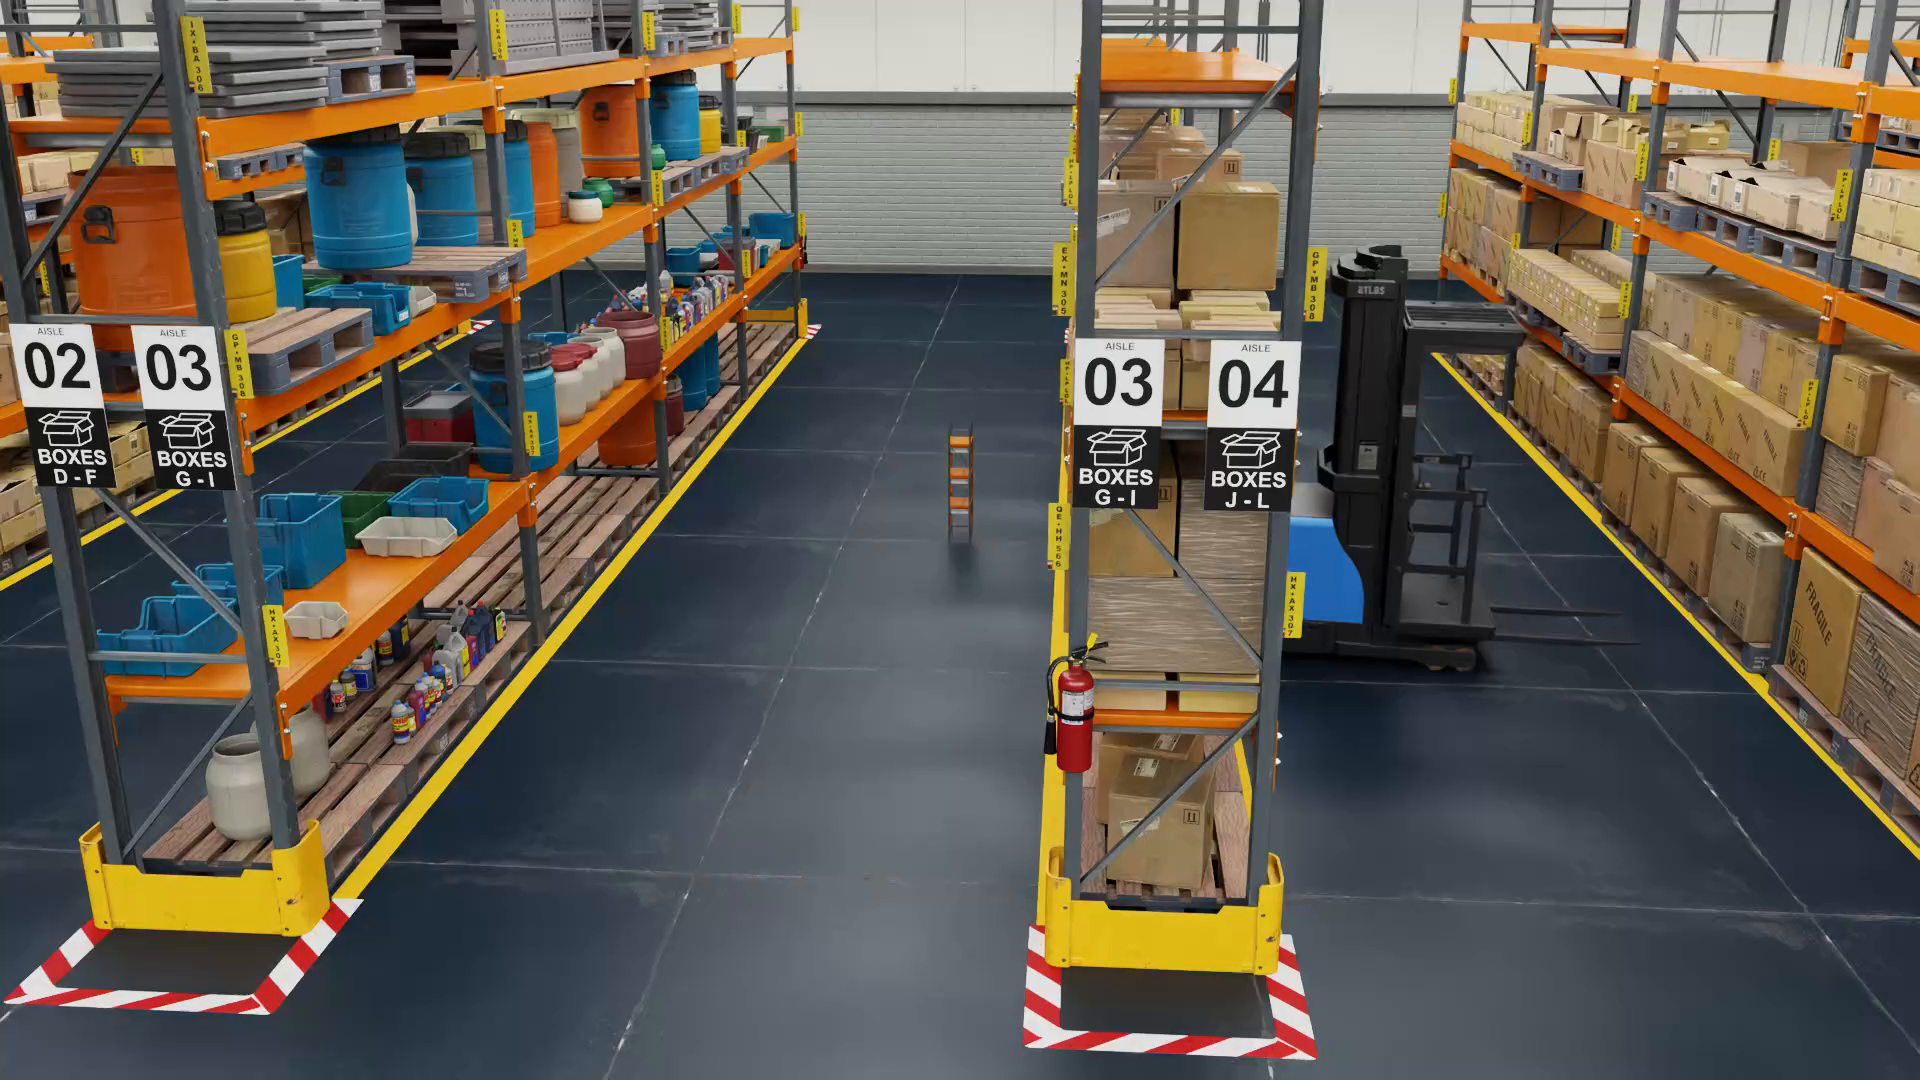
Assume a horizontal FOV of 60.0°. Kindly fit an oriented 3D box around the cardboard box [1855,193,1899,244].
[{"bbox_3d":[5.928,-1.993,10.300,0.500,0.250,0.500,1,18,4],"label":"cardboard box"}]

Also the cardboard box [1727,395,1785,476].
[{"bbox_3d":[6.049,-0.769,12.291,0.500,0.500,0.500,1,18,3],"label":"cardboard box"}]

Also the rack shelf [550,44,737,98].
[{"bbox_3d":[-3.208,-4.831,17.013,1.077,0.370,4.000,1,18,4],"label":"rack shelf"}]

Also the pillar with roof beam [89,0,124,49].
[{"bbox_3d":[-9.035,-8.210,25.526,9.100,9.000,0.400,1,18,4],"label":"pillar with roof beam"}]

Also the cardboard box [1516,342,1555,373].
[{"bbox_3d":[6.499,-2.025,18.422,0.500,0.250,0.500,0,18,1],"label":"cardboard box"}]

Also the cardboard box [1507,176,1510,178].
[{"bbox_3d":[7.281,-4.482,21.541,0.500,0.500,0.500,1,18,2],"label":"cardboard box"}]

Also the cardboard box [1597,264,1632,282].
[{"bbox_3d":[6.903,-2.793,17.404,0.380,0.149,0.250,1,18,2],"label":"cardboard box"}]

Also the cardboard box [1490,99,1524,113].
[{"bbox_3d":[6.630,-5.247,20.098,0.380,0.149,0.250,1,18,3],"label":"cardboard box"}]

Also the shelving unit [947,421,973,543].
[{"bbox_3d":[0.004,-0.516,14.810,0.215,1.050,0.252,1,18,4],"label":"shelving unit"}]

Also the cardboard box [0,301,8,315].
[{"bbox_3d":[-12.584,-3.007,21.581,0.380,0.149,0.250,2,18,6],"label":"cardboard box"}]

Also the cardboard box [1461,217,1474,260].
[{"bbox_3d":[6.734,-3.860,21.248,0.500,0.500,0.500,2,18,5],"label":"cardboard box"}]

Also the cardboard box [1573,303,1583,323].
[{"bbox_3d":[6.144,-2.188,16.036,0.380,0.149,0.250,2,18,5],"label":"cardboard box"}]

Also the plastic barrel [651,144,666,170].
[{"bbox_3d":[-3.046,-3.766,16.358,0.294,0.245,0.294,0,18,0],"label":"plastic barrel"}]

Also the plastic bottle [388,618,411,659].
[{"bbox_3d":[-3.966,0.645,11.683,0.144,0.351,0.185,1,18,4],"label":"plastic bottle"}]

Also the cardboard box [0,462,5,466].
[{"bbox_3d":[-8.727,-0.525,14.548,0.500,0.311,0.500,1,18,3],"label":"cardboard box"}]

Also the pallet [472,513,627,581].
[{"bbox_3d":[-3.536,0.052,14.427,1.003,0.211,1.213,1,18,4],"label":"pallet"}]

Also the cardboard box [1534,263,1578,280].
[{"bbox_3d":[6.256,-2.808,17.450,0.380,0.149,0.250,1,18,3],"label":"cardboard box"}]

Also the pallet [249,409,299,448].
[{"bbox_3d":[-8.110,-1.287,18.511,1.003,0.211,1.213,1,18,4],"label":"pallet"}]

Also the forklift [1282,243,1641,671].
[{"bbox_3d":[3.458,-0.623,12.116,3.031,2.935,1.130,3,18,10],"label":"forklift"}]

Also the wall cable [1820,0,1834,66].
[{"bbox_3d":[12.924,-8.650,26.870,2.355,3.000,0.029,1,18,4],"label":"wall cable"}]

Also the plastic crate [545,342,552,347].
[{"bbox_3d":[-3.772,-1.427,14.357,0.402,0.464,0.583,1,18,4],"label":"plastic crate"}]

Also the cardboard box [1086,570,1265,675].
[{"bbox_3d":[1.082,0.345,8.415,0.875,0.500,0.500,1,18,4],"label":"cardboard box"}]

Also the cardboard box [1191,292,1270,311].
[{"bbox_3d":[1.367,-1.163,8.437,0.380,0.149,0.250,2,18,6],"label":"cardboard box"}]

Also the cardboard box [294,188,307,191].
[{"bbox_3d":[-8.157,-4.246,21.299,0.500,0.500,0.500,1,18,4],"label":"cardboard box"}]

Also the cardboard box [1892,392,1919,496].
[{"bbox_3d":[6.082,-0.529,9.744,0.875,0.550,0.550,1,18,4],"label":"cardboard box"}]

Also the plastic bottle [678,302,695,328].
[{"bbox_3d":[-2.899,-2.390,17.599,0.152,0.276,0.135,1,18,4],"label":"plastic bottle"}]

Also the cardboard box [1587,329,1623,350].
[{"bbox_3d":[6.106,-1.882,15.579,0.380,0.149,0.250,2,18,5],"label":"cardboard box"}]

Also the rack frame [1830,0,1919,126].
[{"bbox_3d":[12.047,-6.895,21.514,1.000,3.000,0.127,1,18,4],"label":"rack frame"}]

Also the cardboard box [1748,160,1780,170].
[{"bbox_3d":[6.753,-2.937,13.561,0.500,0.311,0.500,1,18,4],"label":"cardboard box"}]

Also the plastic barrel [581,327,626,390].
[{"bbox_3d":[-3.212,-1.620,14.871,0.421,0.512,0.421,0,18,0],"label":"plastic barrel"}]

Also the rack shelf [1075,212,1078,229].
[{"bbox_3d":[1.732,-3.485,17.081,1.077,0.370,4.000,1,18,4],"label":"rack shelf"}]

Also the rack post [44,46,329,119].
[{"bbox_3d":[-3.744,-2.252,8.146,0.937,0.300,0.954,3,18,10],"label":"rack post"}]

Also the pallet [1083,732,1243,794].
[{"bbox_3d":[1.204,1.376,10.384,1.003,0.211,1.213,1,18,4],"label":"pallet"}]

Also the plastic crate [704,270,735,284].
[{"bbox_3d":[-2.889,-3.178,20.132,0.396,0.136,0.243,1,18,4],"label":"plastic crate"}]

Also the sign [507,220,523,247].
[{"bbox_3d":[-3.090,-2.063,11.570,0.100,0.325,0.005,1,18,4],"label":"sign"}]

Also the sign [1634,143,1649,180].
[{"bbox_3d":[5.988,-3.322,14.598,0.100,0.325,0.005,1,18,4],"label":"sign"}]

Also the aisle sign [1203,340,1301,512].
[{"bbox_3d":[1.310,-0.505,7.473,0.394,0.787,0.004,1,18,4],"label":"aisle sign"}]

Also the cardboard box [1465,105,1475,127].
[{"bbox_3d":[6.775,-5.422,21.274,0.500,0.250,0.500,1,18,3],"label":"cardboard box"}]

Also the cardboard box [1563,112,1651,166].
[{"bbox_3d":[6.574,-4.078,16.894,0.797,0.503,0.637,1,18,3],"label":"cardboard box"}]

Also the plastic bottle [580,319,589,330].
[{"bbox_3d":[-3.731,-2.043,16.527,0.061,0.283,0.133,1,18,4],"label":"plastic bottle"}]

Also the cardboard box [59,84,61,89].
[{"bbox_3d":[-12.440,-6.321,22.781,0.500,0.500,0.500,1,18,4],"label":"cardboard box"}]

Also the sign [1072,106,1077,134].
[{"bbox_3d":[1.322,-4.744,18.808,0.100,0.325,0.005,1,18,4],"label":"sign"}]

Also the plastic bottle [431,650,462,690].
[{"bbox_3d":[-3.449,0.853,11.170,0.152,0.276,0.135,2,18,5],"label":"plastic bottle"}]

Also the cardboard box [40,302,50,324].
[{"bbox_3d":[-12.712,-2.912,22.332,0.700,0.500,0.500,2,18,5],"label":"cardboard box"}]

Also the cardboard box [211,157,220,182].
[{"bbox_3d":[-8.220,-3.932,17.128,0.910,0.500,0.500,1,18,4],"label":"cardboard box"}]

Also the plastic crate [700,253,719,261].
[{"bbox_3d":[-3.240,-3.584,21.372,0.293,0.136,0.466,1,18,4],"label":"plastic crate"}]

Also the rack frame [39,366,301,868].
[{"bbox_3d":[-3.925,0.593,8.295,1.000,3.000,0.127,1,18,4],"label":"rack frame"}]

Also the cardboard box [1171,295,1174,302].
[{"bbox_3d":[1.410,-1.270,9.405,0.500,0.250,0.500,2,18,6],"label":"cardboard box"}]

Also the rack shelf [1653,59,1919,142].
[{"bbox_3d":[6.385,-3.336,12.451,1.077,0.370,4.000,1,18,4],"label":"rack shelf"}]

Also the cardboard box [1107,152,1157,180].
[{"bbox_3d":[1.501,-2.649,12.532,0.797,0.503,0.637,2,18,6],"label":"cardboard box"}]

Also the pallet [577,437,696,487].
[{"bbox_3d":[-3.336,-0.812,17.062,1.003,0.211,1.213,1,18,4],"label":"pallet"}]

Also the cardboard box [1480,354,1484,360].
[{"bbox_3d":[6.644,-2.295,20.537,0.380,0.149,0.250,2,18,5],"label":"cardboard box"}]

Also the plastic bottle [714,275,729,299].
[{"bbox_3d":[-2.771,-2.945,19.293,0.152,0.276,0.135,1,18,4],"label":"plastic bottle"}]
